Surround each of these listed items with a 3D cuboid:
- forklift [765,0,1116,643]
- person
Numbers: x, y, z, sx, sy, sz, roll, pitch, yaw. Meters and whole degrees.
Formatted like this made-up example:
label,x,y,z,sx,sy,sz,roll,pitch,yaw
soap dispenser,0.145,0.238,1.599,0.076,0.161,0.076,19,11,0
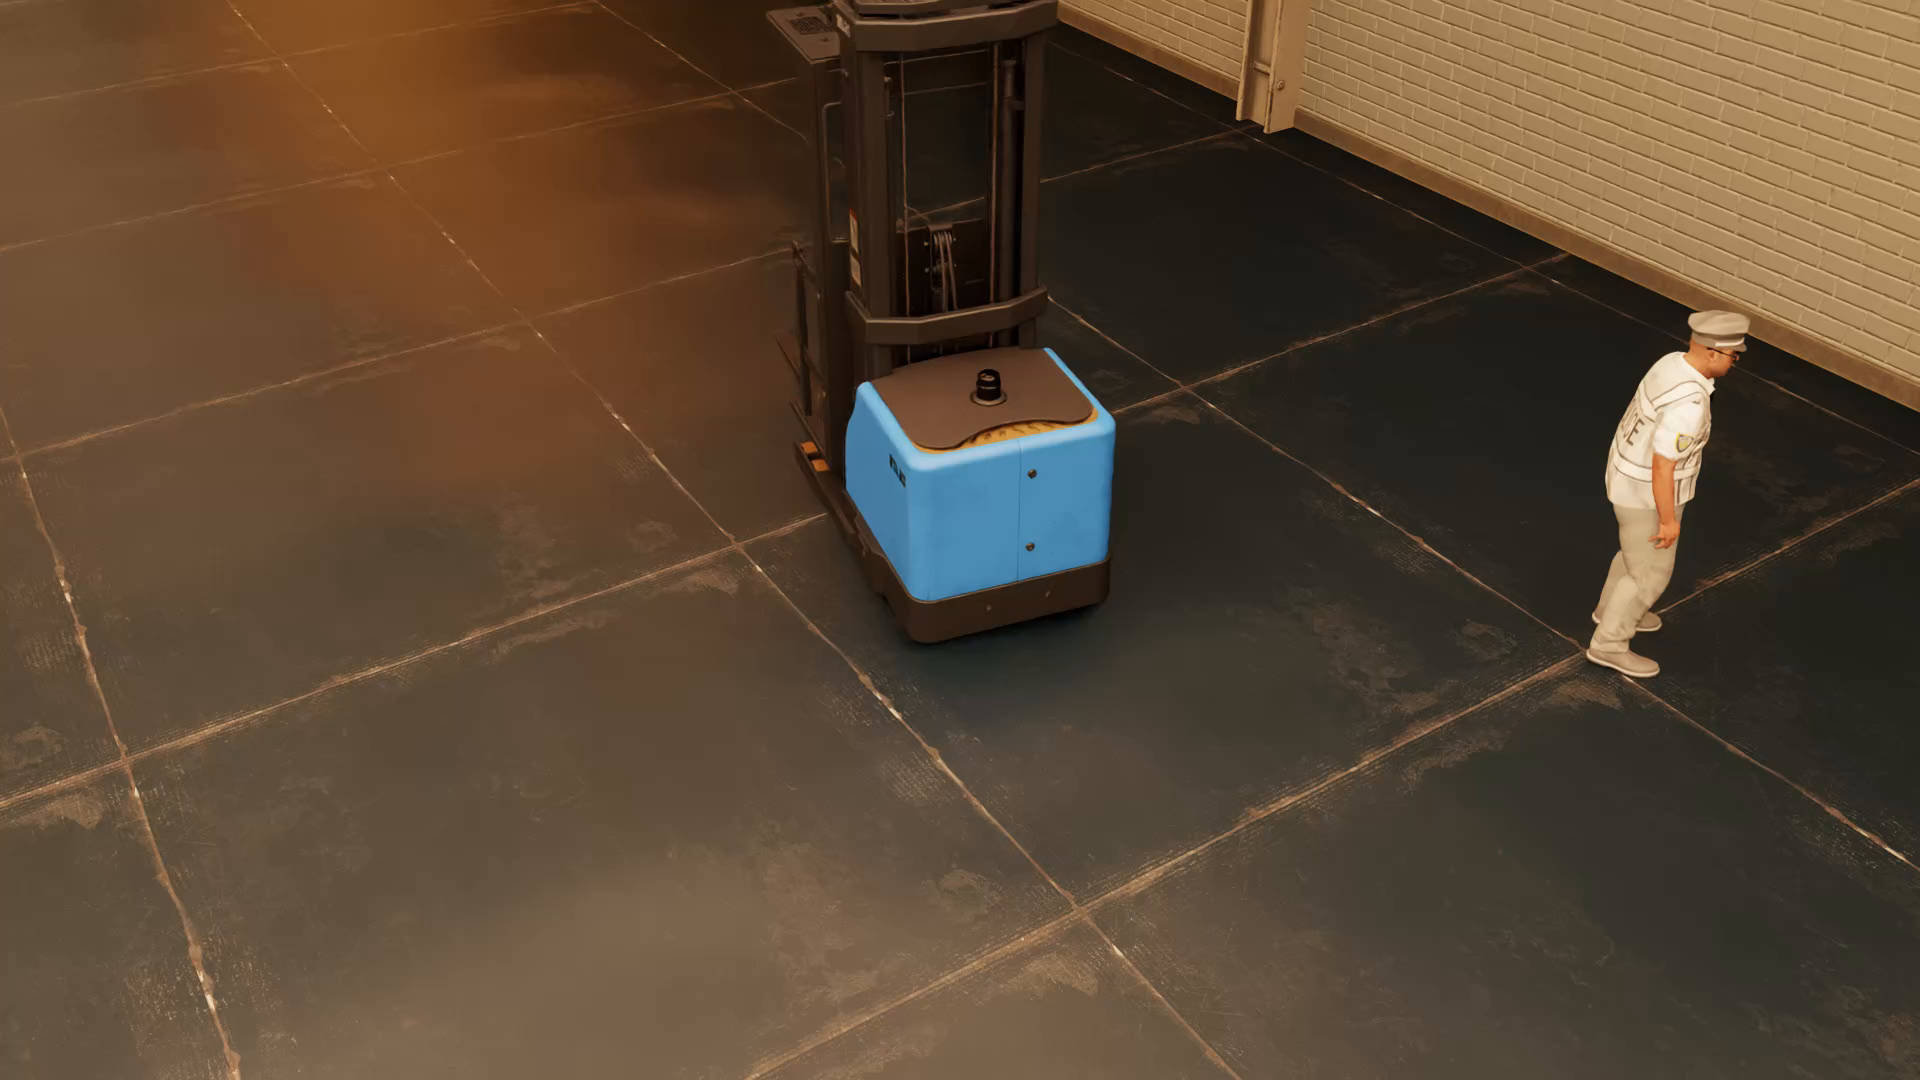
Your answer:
label,x,y,z,sx,sy,sz,roll,pitch,yaw
forklift,-0.272,-1.555,8.360,1.130,2.935,3.031,-13,37,-17
person,3.143,-0.224,7.502,0.454,1.753,0.589,9,36,13
